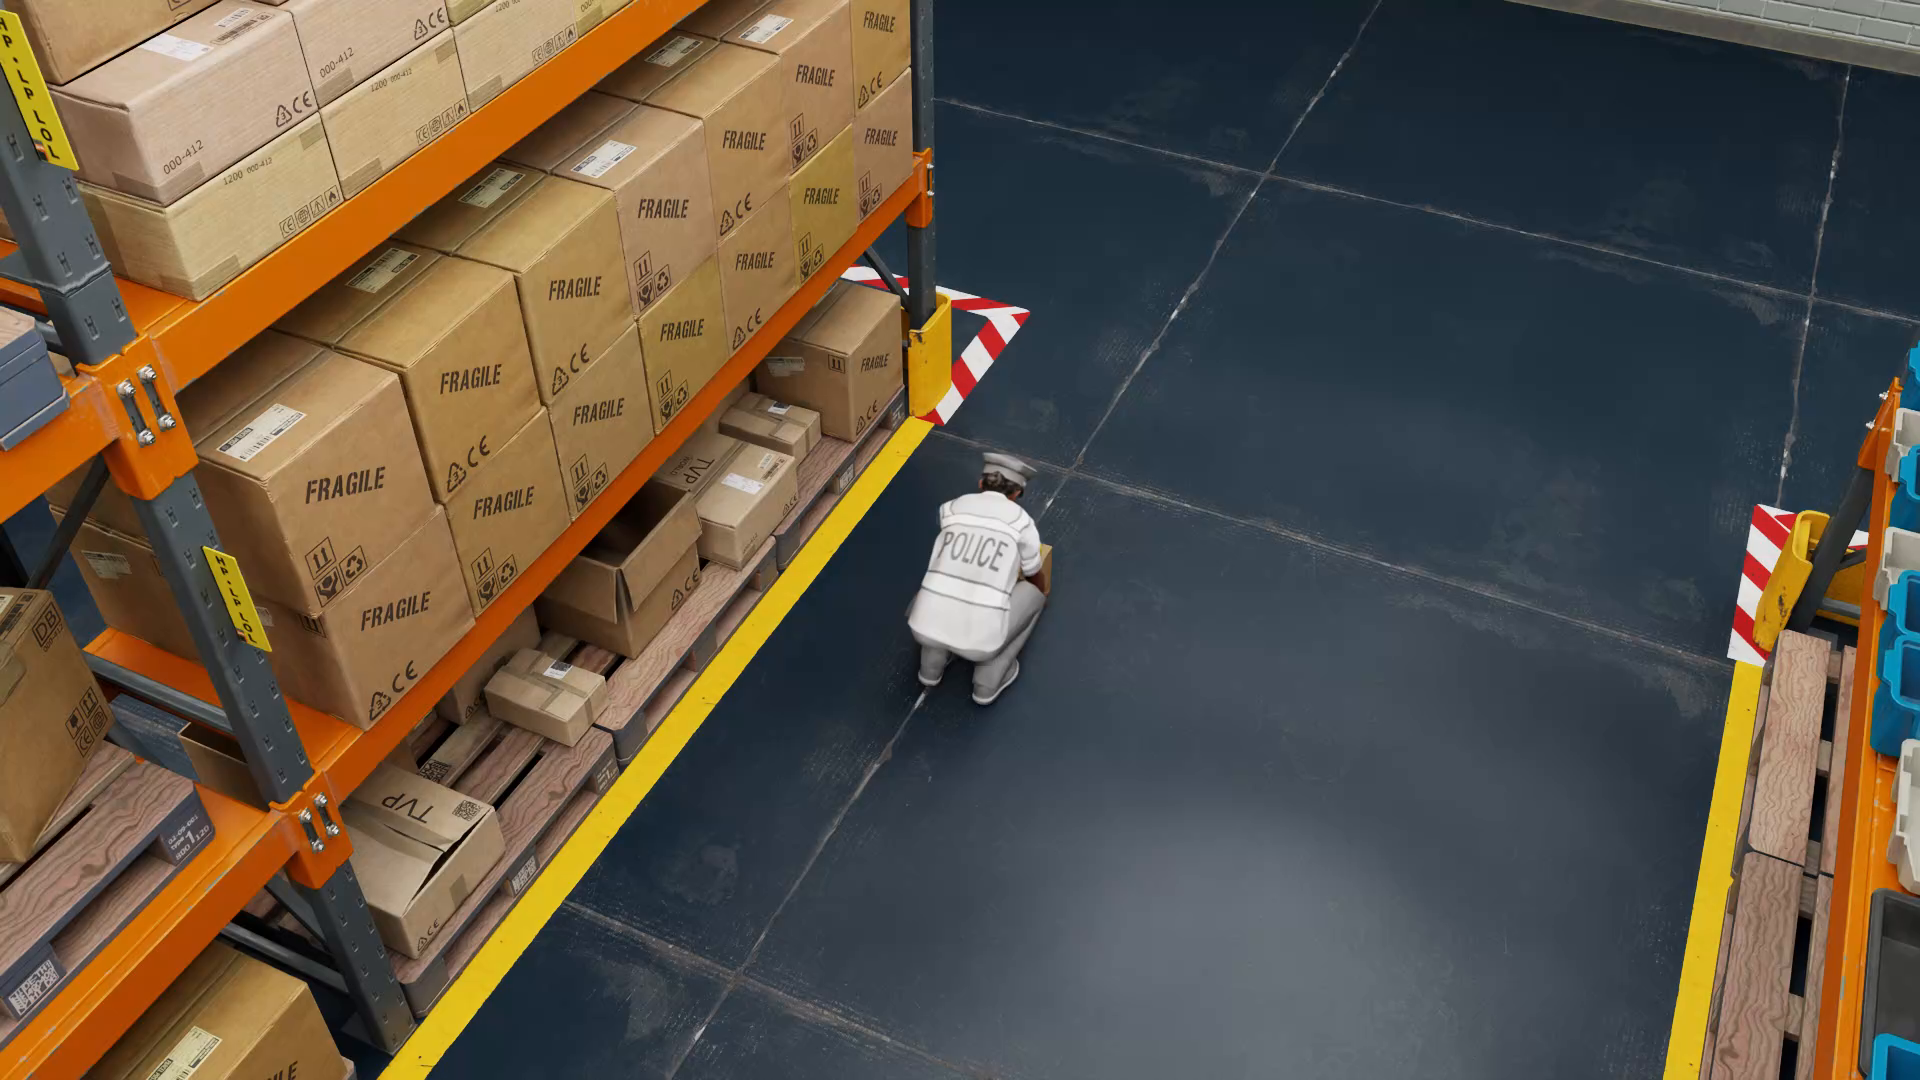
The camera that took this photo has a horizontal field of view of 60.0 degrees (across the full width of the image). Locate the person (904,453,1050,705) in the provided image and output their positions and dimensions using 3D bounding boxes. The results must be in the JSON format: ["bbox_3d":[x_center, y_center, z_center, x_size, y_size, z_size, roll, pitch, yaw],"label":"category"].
[{"bbox_3d":[0.096,0.172,6.679,0.475,0.847,0.898,17,45,18],"label":"person"}]
